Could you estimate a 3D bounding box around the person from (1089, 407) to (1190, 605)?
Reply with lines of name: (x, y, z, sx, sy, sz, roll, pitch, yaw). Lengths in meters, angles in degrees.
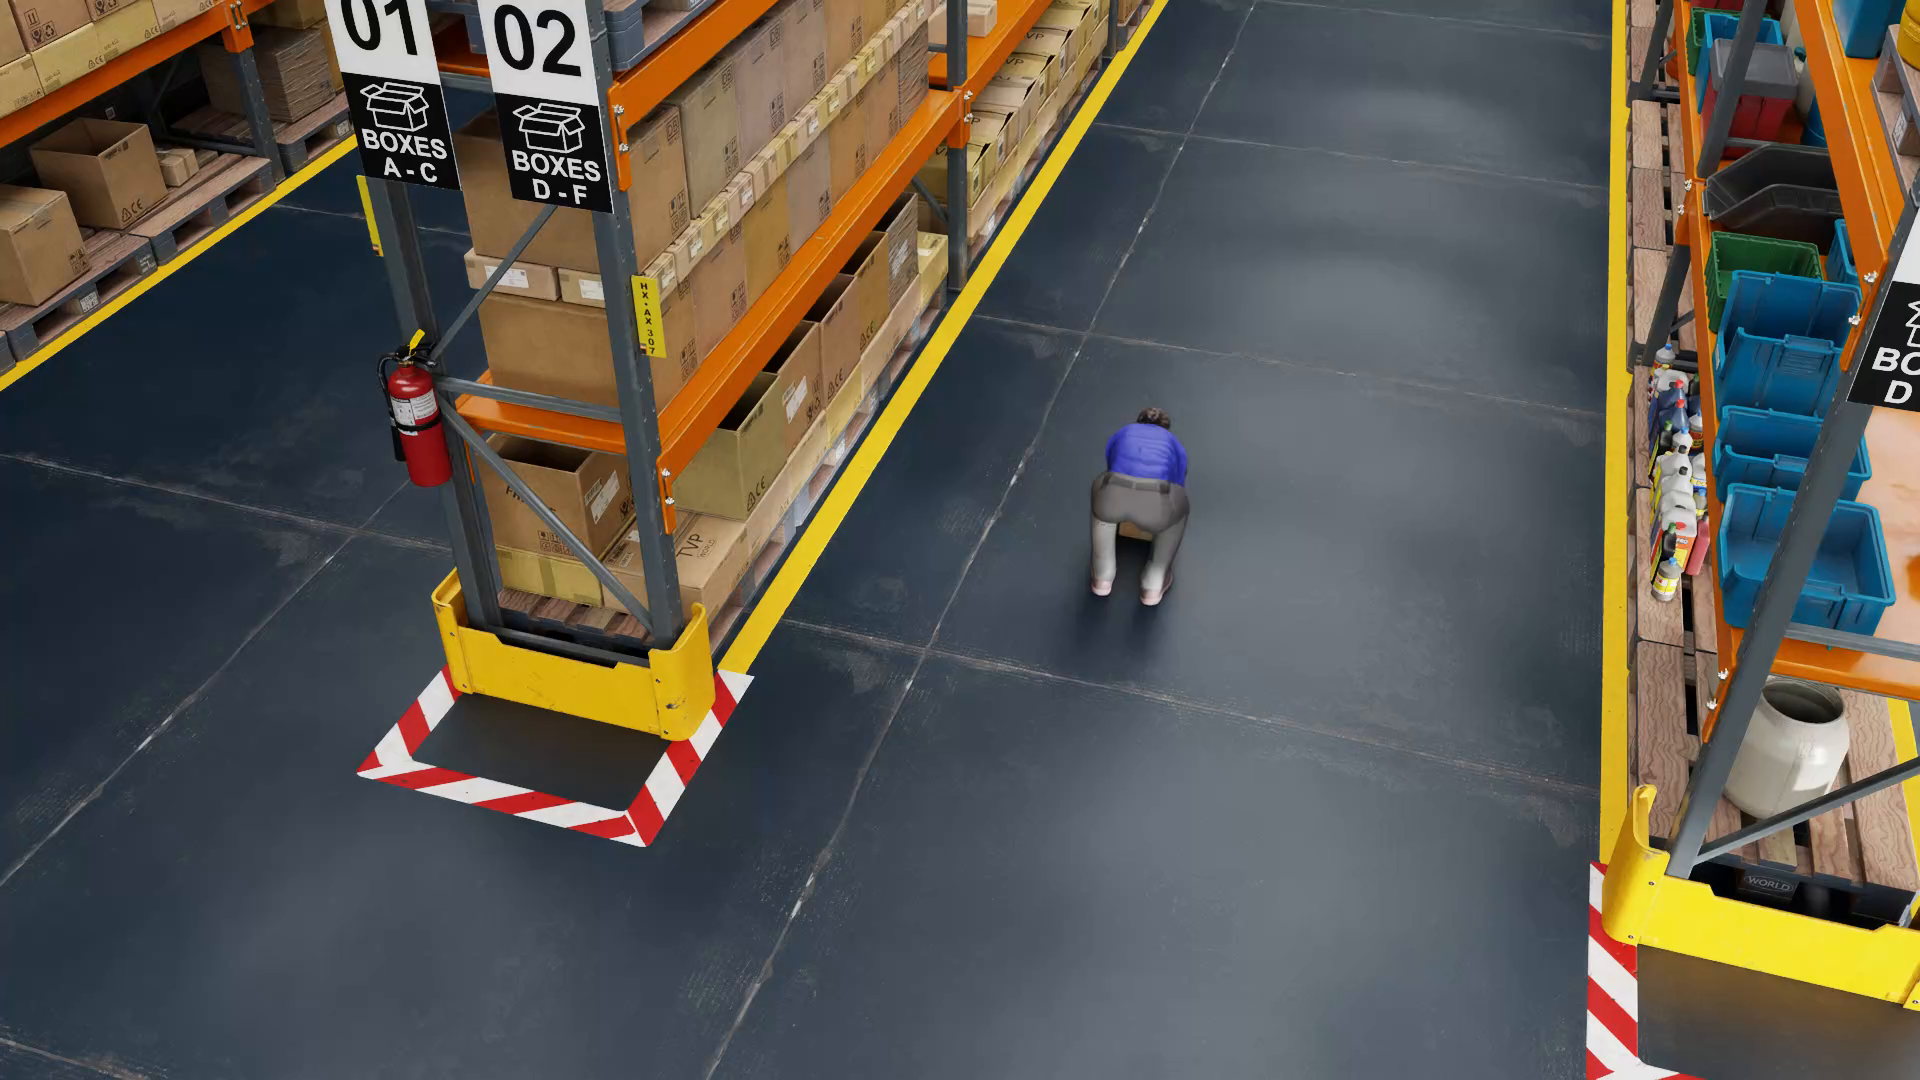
person: (0.853, -0.172, 7.880, 0.470, 0.779, 0.873, 9, 38, 12)
